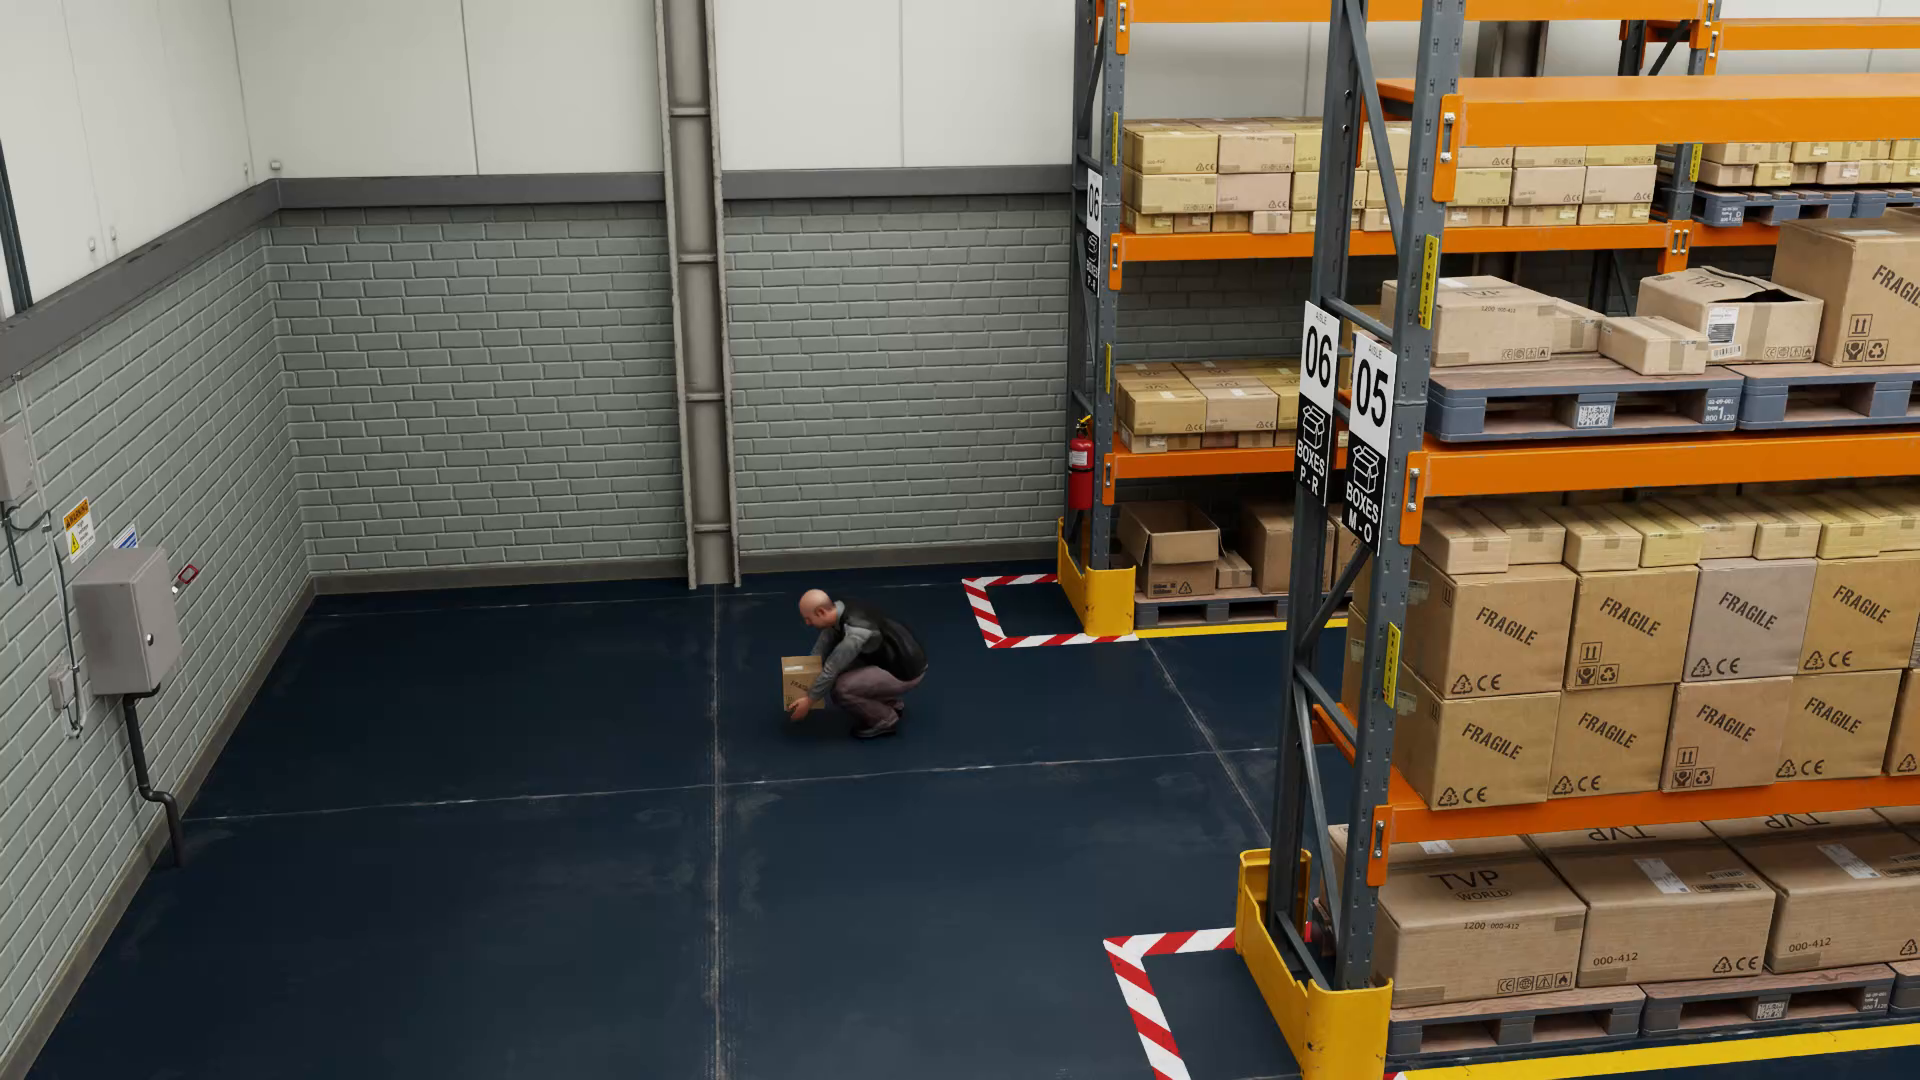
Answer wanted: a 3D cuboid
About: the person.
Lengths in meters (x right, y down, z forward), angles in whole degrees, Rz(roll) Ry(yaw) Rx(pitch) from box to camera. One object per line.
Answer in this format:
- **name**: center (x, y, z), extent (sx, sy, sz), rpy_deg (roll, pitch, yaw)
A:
- **person**: center (-0.635, 0.725, 10.232), extent (0.876, 0.969, 0.524), rpy_deg (-3, 20, -8)
